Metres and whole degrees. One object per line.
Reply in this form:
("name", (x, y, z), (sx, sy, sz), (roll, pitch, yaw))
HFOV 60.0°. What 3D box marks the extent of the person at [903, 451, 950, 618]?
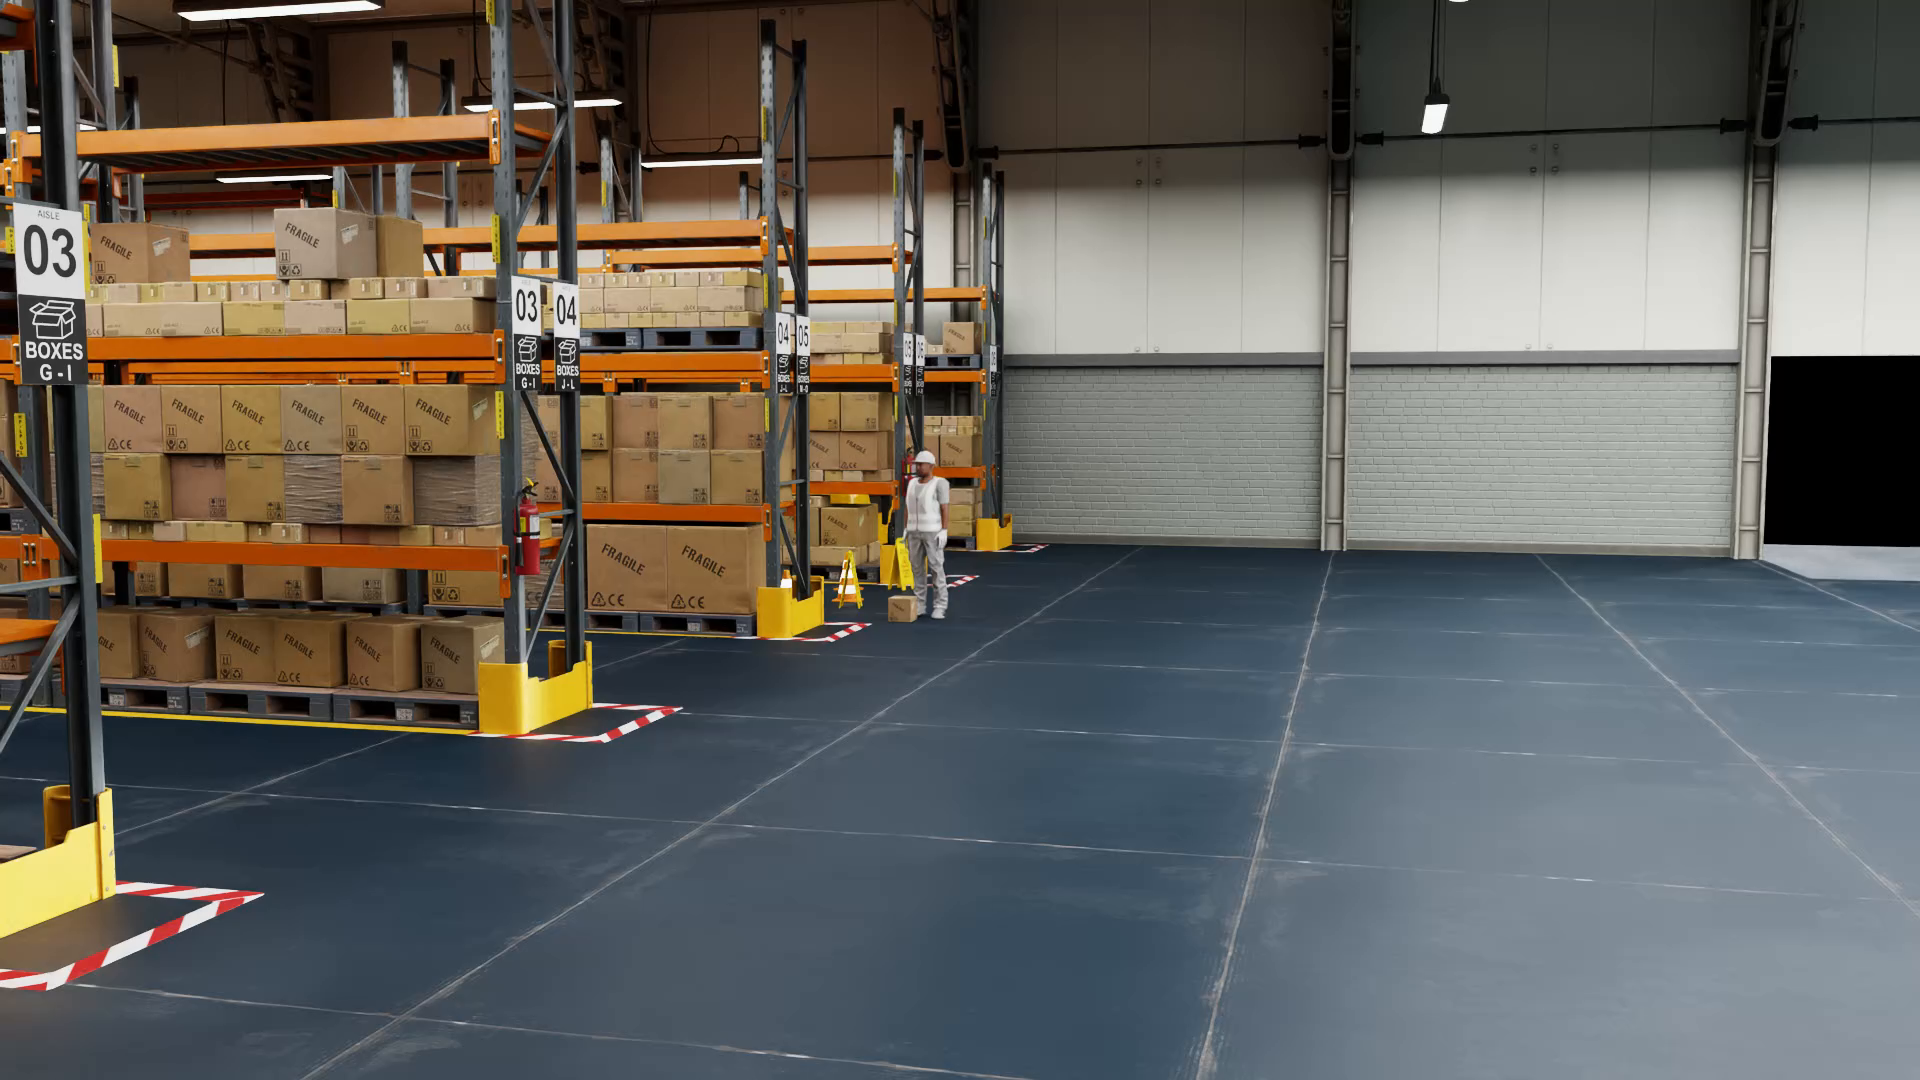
("person", (-0.385, -0.065, 18.041), (0.562, 1.799, 0.390), (3, 6, 33))
